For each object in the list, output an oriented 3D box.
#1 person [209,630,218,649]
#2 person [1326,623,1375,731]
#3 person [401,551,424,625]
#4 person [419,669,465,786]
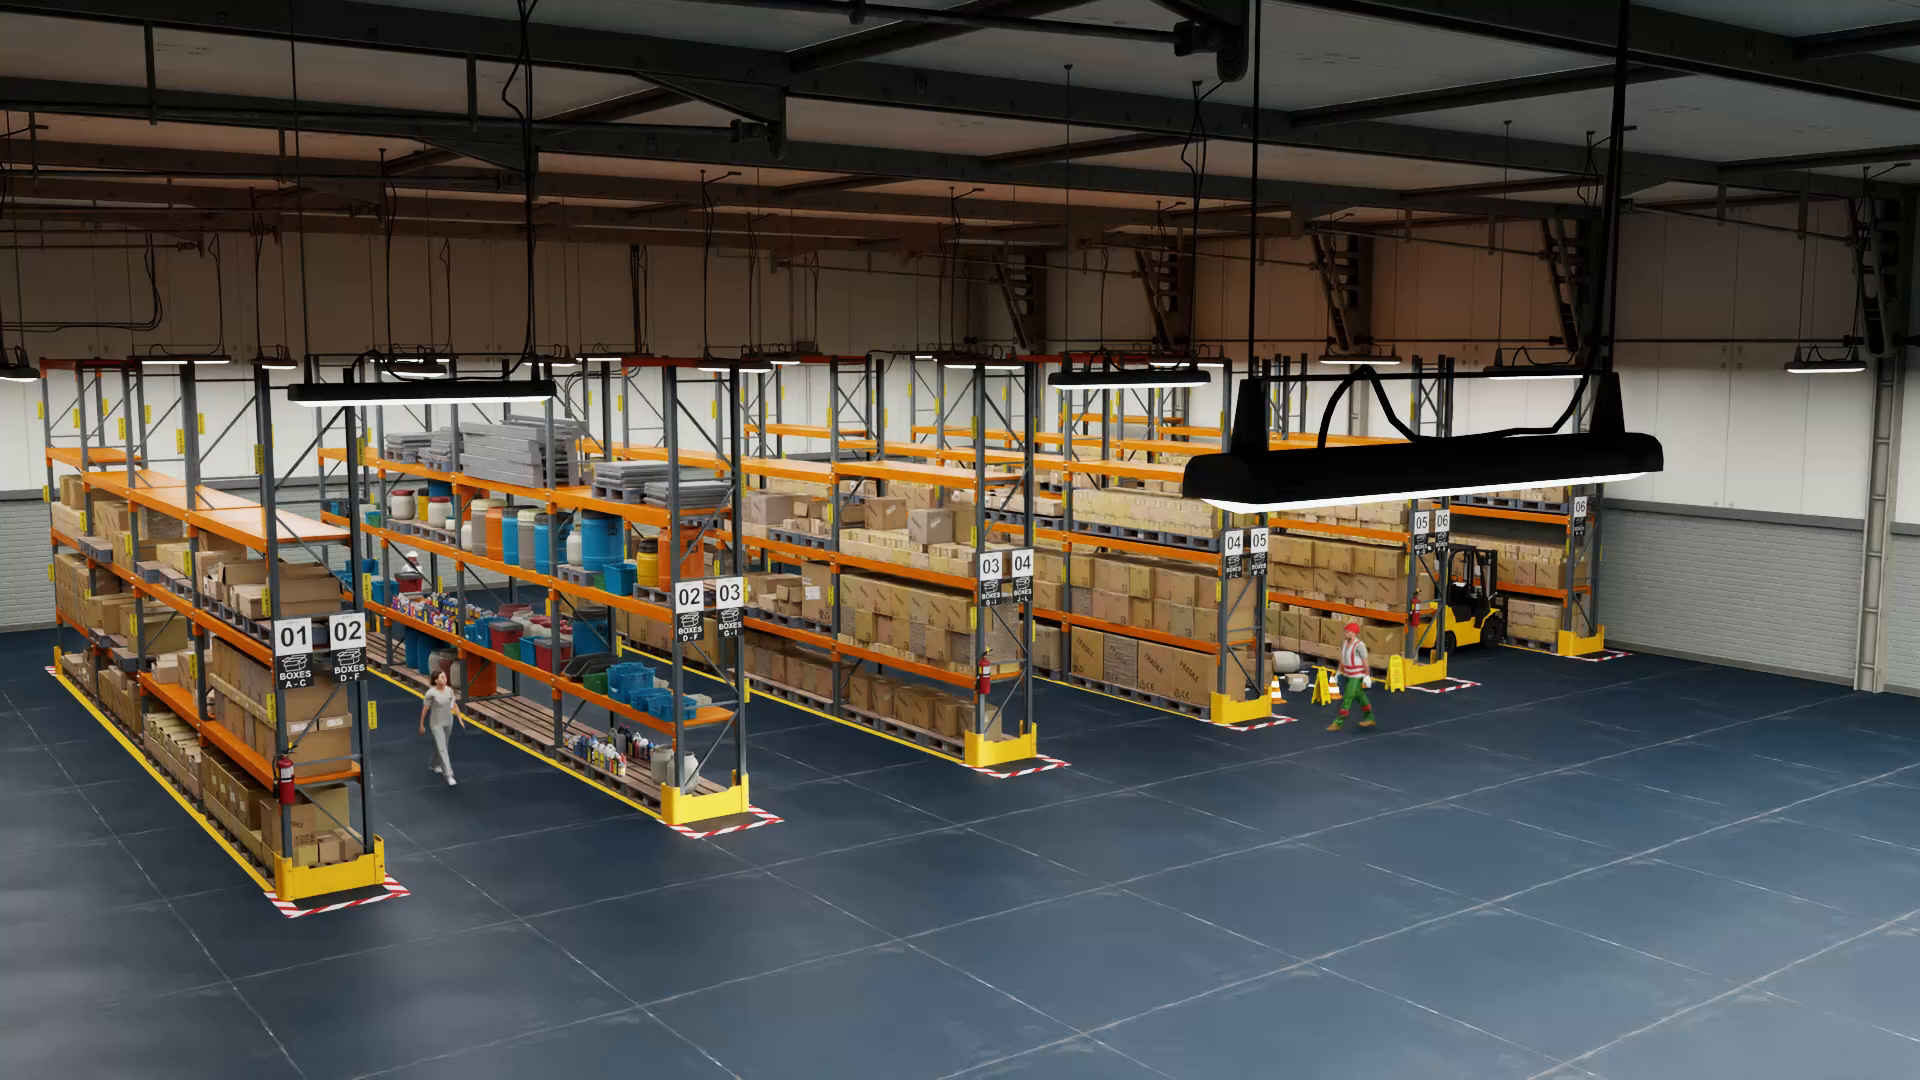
[{"bbox_3d":[-14.612,1.548,32.521,0.584,1.782,0.752,4,8,29],"label":"person"},{"bbox_3d":[6.338,2.200,27.044,0.986,1.725,0.584,-2,7,-17],"label":"person"},{"bbox_3d":[-11.974,1.103,36.430,0.567,1.718,1.084,-6,9,-40],"label":"person"},{"bbox_3d":[-7.443,2.648,23.889,0.541,1.604,1.072,-7,10,-44],"label":"person"}]
